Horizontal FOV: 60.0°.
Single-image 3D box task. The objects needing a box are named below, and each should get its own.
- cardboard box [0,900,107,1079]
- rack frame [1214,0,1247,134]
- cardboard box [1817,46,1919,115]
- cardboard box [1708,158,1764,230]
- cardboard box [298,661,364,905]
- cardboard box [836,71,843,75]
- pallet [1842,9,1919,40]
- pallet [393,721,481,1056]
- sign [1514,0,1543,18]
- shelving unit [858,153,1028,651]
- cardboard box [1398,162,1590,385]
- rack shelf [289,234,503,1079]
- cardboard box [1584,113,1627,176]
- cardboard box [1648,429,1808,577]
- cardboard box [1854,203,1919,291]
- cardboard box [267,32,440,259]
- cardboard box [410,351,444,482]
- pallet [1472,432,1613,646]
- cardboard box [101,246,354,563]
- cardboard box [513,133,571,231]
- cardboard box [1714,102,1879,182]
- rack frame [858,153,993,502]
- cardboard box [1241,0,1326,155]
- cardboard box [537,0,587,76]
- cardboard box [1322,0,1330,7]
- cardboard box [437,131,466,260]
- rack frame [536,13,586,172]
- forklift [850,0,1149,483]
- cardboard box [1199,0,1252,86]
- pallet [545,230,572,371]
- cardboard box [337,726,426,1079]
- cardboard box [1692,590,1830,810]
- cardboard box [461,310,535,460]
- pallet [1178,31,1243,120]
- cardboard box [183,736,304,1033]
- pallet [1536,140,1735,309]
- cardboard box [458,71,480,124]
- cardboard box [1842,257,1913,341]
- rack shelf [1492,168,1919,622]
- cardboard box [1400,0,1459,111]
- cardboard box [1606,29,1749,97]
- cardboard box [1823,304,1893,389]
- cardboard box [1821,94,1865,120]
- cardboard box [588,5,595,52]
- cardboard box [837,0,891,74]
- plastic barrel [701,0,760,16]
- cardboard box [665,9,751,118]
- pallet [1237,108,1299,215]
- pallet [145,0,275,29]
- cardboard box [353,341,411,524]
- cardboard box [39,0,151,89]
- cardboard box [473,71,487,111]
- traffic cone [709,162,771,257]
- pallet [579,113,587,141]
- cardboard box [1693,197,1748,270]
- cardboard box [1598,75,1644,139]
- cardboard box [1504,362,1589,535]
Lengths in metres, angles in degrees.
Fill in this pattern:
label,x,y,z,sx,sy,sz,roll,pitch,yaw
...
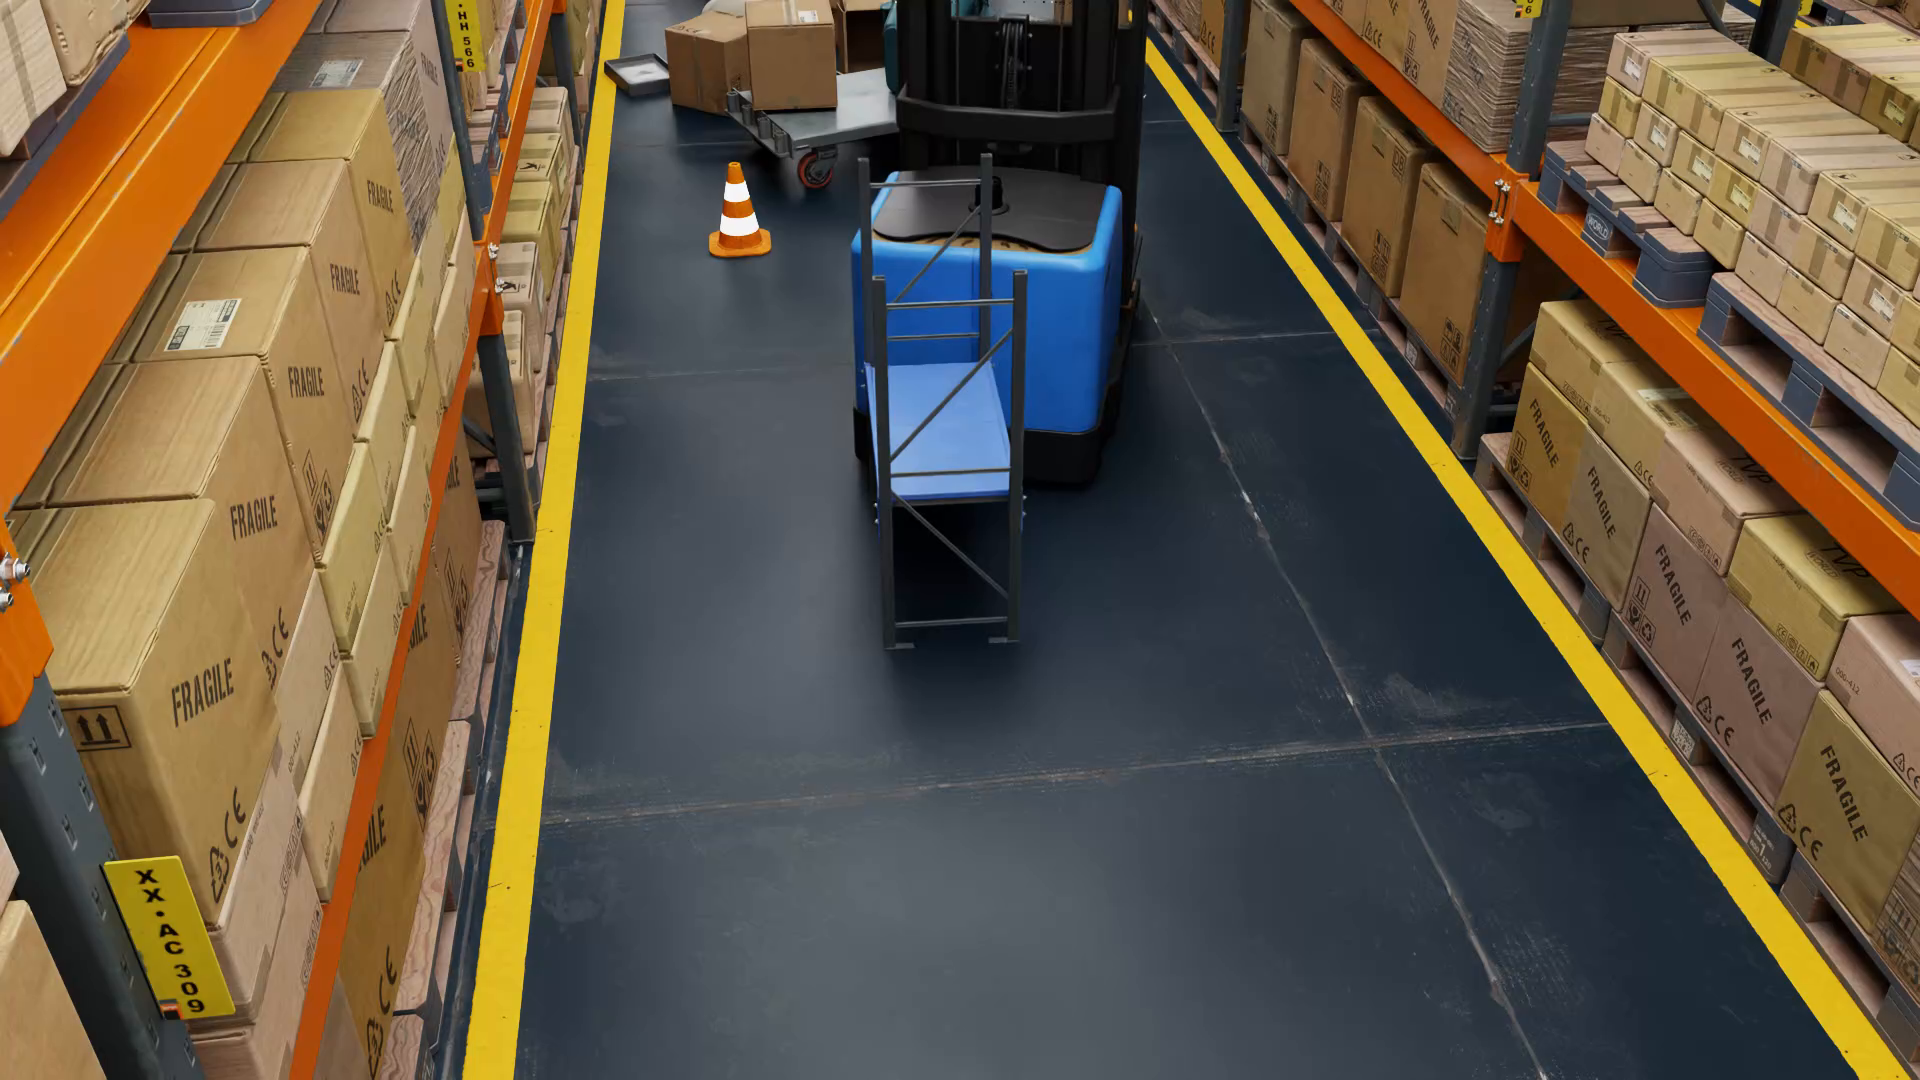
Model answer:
label,x,y,z,sx,sy,sz,roll,pitch,yaw
cardboard box,-1.349,0.800,1.936,0.500,0.500,0.500,-5,35,-7
rack frame,2.129,-3.884,9.785,1.000,3.000,0.127,-4,35,-6
cardboard box,3.219,-1.588,5.738,0.380,0.149,0.250,-5,35,-7
cardboard box,2.645,-1.119,5.314,0.380,0.149,0.250,-4,35,-6
cardboard box,-1.555,0.520,3.457,0.500,0.250,0.500,-5,35,-8
cardboard box,-0.745,-2.940,10.828,0.396,0.266,0.258,27,43,34
pallet,6.933,-3.423,11.585,1.003,0.211,1.213,-4,35,-6
pallet,-2.032,1.057,5.011,1.003,0.211,1.213,-4,35,-6
sign,2.118,-2.086,6.119,0.100,0.325,0.005,-4,35,-6
shelving unit,-0.081,-0.516,6.176,0.538,1.500,1.048,-3,34,-5
cardboard box,2.675,-1.242,7.534,1.050,0.750,0.750,-5,35,-7
rack shelf,-1.955,0.193,4.442,1.077,0.370,4.000,-4,35,-6
cardboard box,2.527,-1.456,6.073,0.380,0.149,0.250,-5,35,-7
cardboard box,2.642,-0.139,5.471,0.500,0.250,0.500,-4,34,-6
cardboard box,2.746,-0.822,4.614,0.380,0.149,0.250,-5,35,-7
cardboard box,-1.818,-1.120,4.754,0.500,0.500,0.500,-4,34,-6
cardboard box,-1.763,-0.330,4.703,0.500,0.250,0.500,-5,35,-7
pallet,2.771,-0.063,6.655,1.003,0.211,1.213,-4,35,-6
cardboard box,-1.621,-0.272,3.509,0.500,0.500,0.500,-5,35,-8
cardboard box,-2.589,-1.847,8.757,0.950,0.372,0.625,-2,34,-3
cardboard box,2.640,-1.260,5.257,0.380,0.149,0.250,-6,35,-8
rack frame,-0.129,-0.801,6.594,0.500,1.500,0.032,-3,34,-5
cardboard box,2.302,-2.788,9.802,1.050,0.750,0.750,-5,35,-7
cardboard box,-2.574,-3.149,10.110,0.500,0.500,0.500,-3,34,-4
cardboard box,2.067,-3.050,8.473,0.500,0.500,0.500,-5,35,-7
cardboard box,-1.907,-1.114,5.410,0.500,0.250,0.500,-4,35,-7
rack frame,-2.762,-3.452,9.152,1.000,3.000,0.127,-4,35,-6
forklift,0.310,-2.270,7.478,1.130,2.935,3.031,6,35,8
cardboard box,2.114,-3.535,10.788,0.875,0.875,0.875,-4,34,-6
pallet,-2.489,-1.183,8.299,1.003,0.211,1.213,-4,35,-6
cardboard box,-1.978,0.873,4.319,0.875,0.875,0.875,-3,34,-5
cardboard box,2.723,0.473,5.239,0.500,0.500,0.500,-5,35,-7
cardboard box,-2.290,-0.624,6.962,0.950,0.372,0.625,-7,35,-10
pallet,2.105,-3.162,11.202,1.003,0.211,1.213,-4,35,-6
cardboard box,-1.466,0.600,2.895,0.500,0.250,0.500,-5,35,-8
pallet,2.869,-1.183,5.992,1.213,0.211,1.003,-4,35,-6
cardboard box,-2.055,-1.827,6.041,0.500,0.500,0.500,-5,35,-8
cardboard box,2.748,-0.690,4.686,0.380,0.149,0.250,-3,34,-5
rack shelf,2.936,-0.238,5.075,1.077,0.370,4.000,-4,35,-6
cardboard box,2.275,-2.202,7.229,0.500,0.500,0.500,-4,35,-6
cardboard box,2.538,-1.692,5.891,0.380,0.149,0.250,-4,35,-6
cardboard box,2.741,-0.571,4.775,0.380,0.149,0.250,-5,35,-8
cardboard box,3.223,-1.454,5.806,0.380,0.149,0.250,-3,34,-5
cardboard box,-2.731,-3.432,11.192,0.500,0.250,0.500,-5,35,-7
cardboard box,-0.421,-3.399,11.171,0.797,0.637,0.503,-4,35,-6
plastic barrel,-1.522,-3.582,11.630,0.512,0.421,0.421,20,39,26
cardboard box,-1.558,-3.121,10.884,0.500,0.500,0.500,20,39,26
pallet,2.308,-2.306,9.947,1.003,0.211,1.213,-4,35,-6
pallet,-1.932,-1.403,3.649,1.003,0.211,1.213,-3,34,-4
cardboard box,-1.675,-0.254,4.148,0.500,0.250,0.500,-5,35,-8
cardboard box,-1.517,-0.956,2.364,0.500,0.500,0.500,-5,35,-7
cardboard box,-2.079,-1.802,6.581,0.380,0.149,0.250,-7,35,-9
traffic cone,-1.208,-1.818,9.007,0.336,0.463,0.334,-4,35,-6
pallet,-2.887,-2.672,10.484,1.003,0.211,1.213,-4,35,-6
cardboard box,2.638,-1.006,5.412,0.380,0.149,0.250,-3,34,-4
cardboard box,2.533,-1.559,5.961,0.380,0.149,0.250,-3,34,-4
cardboard box,2.510,-0.378,6.488,0.500,0.500,0.500,-6,35,-8
